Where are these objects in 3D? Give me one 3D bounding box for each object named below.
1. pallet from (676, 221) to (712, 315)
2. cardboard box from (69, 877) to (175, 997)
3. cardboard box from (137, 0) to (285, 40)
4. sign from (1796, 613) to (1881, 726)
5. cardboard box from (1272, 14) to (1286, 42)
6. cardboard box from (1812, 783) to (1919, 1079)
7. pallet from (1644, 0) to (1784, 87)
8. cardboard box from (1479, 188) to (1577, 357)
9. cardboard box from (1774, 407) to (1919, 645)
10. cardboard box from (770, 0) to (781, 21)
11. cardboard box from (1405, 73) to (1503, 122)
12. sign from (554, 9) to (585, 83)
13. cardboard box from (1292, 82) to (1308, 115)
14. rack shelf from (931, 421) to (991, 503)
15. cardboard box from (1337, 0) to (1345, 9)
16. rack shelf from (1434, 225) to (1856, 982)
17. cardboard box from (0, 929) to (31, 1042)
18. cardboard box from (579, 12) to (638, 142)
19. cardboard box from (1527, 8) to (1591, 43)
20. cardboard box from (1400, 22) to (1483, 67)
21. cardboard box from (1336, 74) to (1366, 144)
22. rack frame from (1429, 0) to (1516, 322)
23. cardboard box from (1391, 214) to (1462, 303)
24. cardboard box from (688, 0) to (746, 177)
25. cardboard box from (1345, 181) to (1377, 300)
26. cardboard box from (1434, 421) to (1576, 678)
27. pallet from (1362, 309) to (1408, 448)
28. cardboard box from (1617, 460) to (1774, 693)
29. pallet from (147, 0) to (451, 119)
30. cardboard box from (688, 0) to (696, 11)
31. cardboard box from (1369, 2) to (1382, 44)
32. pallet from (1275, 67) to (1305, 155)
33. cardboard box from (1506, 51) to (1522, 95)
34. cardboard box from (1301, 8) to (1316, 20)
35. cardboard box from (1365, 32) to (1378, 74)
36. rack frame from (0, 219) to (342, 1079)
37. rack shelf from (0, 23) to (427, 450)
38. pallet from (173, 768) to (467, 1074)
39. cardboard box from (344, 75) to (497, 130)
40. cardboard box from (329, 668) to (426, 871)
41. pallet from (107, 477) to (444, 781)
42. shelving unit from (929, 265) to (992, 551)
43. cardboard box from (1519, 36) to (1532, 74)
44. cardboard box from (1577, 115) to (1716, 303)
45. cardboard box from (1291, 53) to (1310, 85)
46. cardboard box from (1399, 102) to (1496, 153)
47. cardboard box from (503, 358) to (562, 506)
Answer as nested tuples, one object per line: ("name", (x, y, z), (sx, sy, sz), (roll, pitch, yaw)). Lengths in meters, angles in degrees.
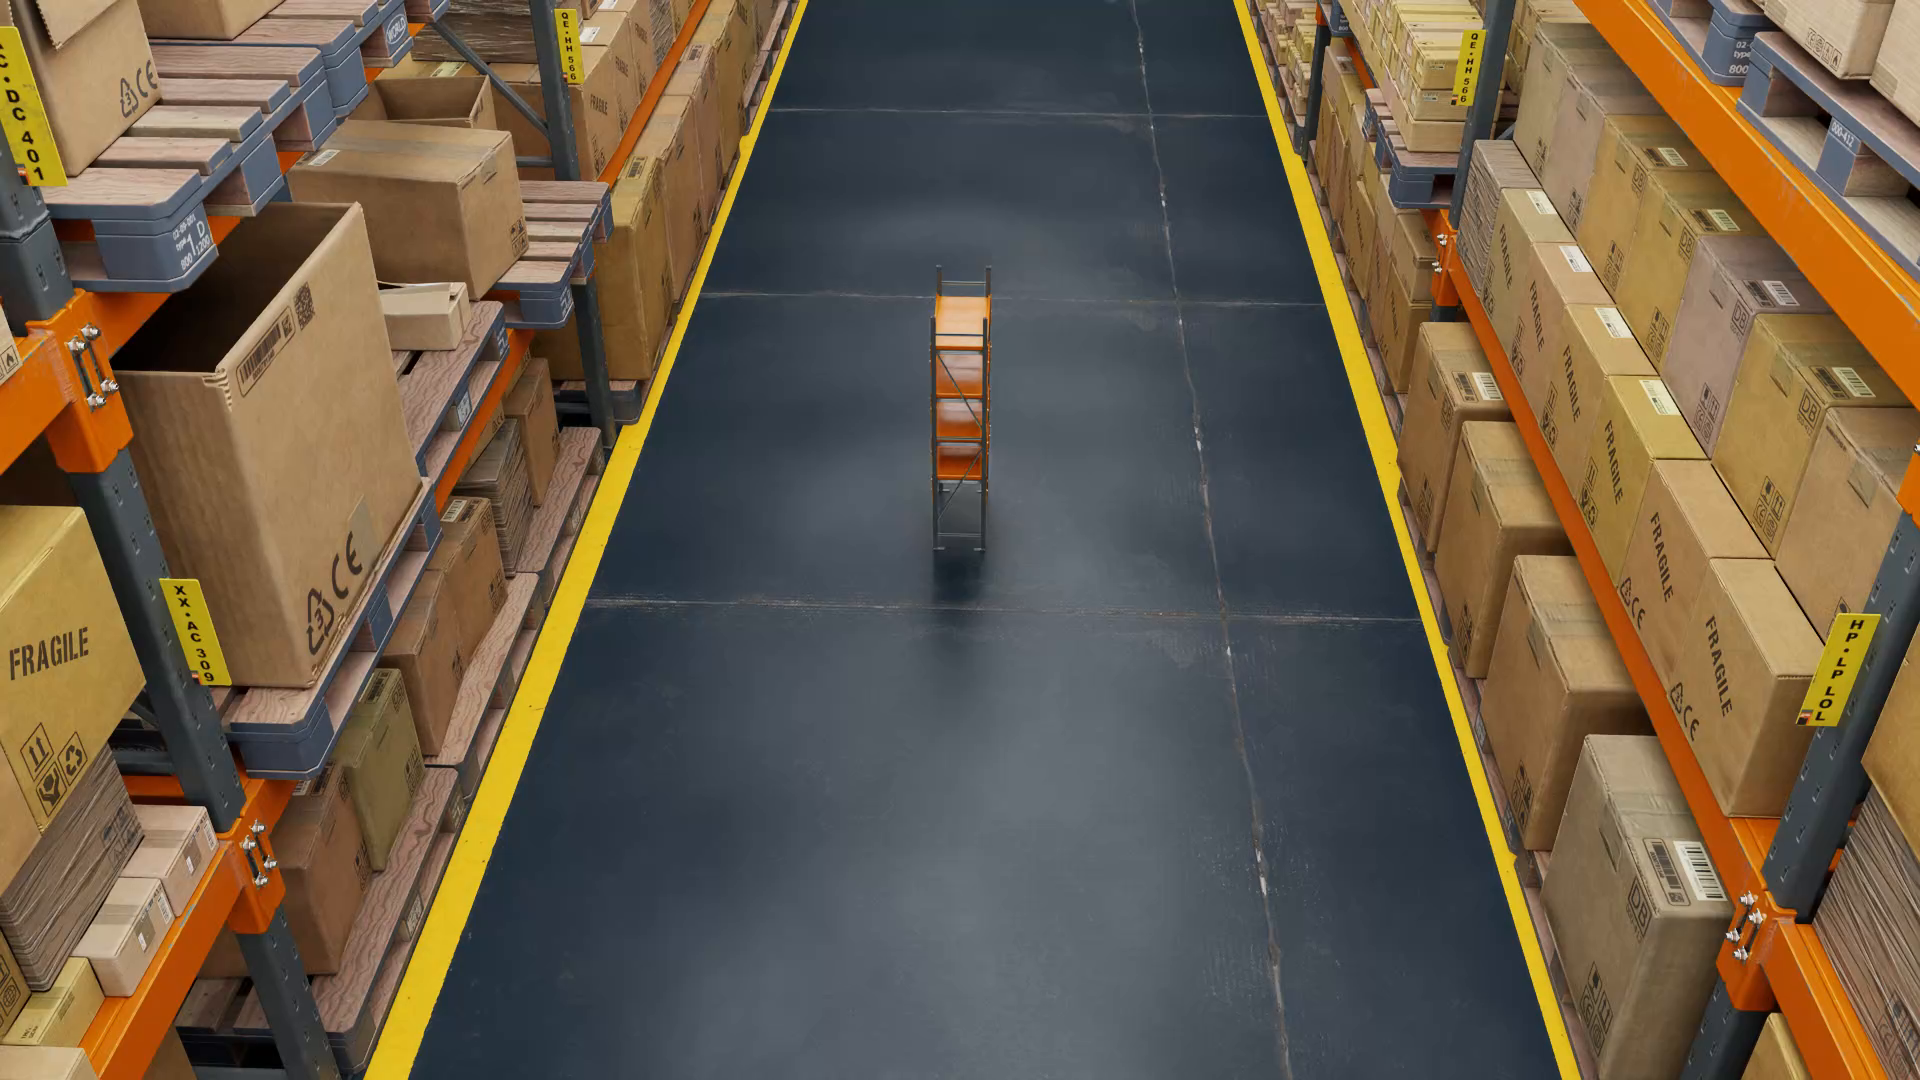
("pallet", (-2.093, -1.734, 10.033), (1.003, 0.211, 1.213), (1, 35, 2))
("cardboard box", (-2.147, 0.950, 4.007), (0.380, 0.149, 0.250), (1, 35, 2))
("cardboard box", (-2.258, -1.677, 4.463), (0.797, 0.503, 0.637), (3, 35, 4))
("sign", (1.997, 0.298, 3.779), (0.100, 0.325, 0.005), (1, 35, 2))
("cardboard box", (2.632, -3.971, 12.905), (0.380, 0.149, 0.250), (1, 35, 2))
("cardboard box", (2.537, 0.897, 3.734), (0.875, 0.550, 0.550), (1, 35, 2))
("pallet", (2.685, -1.688, 5.099), (1.003, 0.211, 1.213), (3, 35, 4))
("cardboard box", (2.395, -1.049, 6.546), (0.500, 0.500, 0.500), (1, 35, 1))
("cardboard box", (2.554, 0.011, 4.169), (0.700, 0.500, 0.500), (1, 35, 1))
("cardboard box", (-1.913, -4.731, 13.355), (0.875, 0.875, 0.875), (1, 35, 2))
("cardboard box", (2.265, -2.037, 7.634), (0.380, 0.149, 0.250), (2, 35, 3))
("sign", (-1.709, -2.158, 7.274), (0.100, 0.325, 0.005), (1, 35, 2))
("cardboard box", (2.536, -3.088, 11.650), (0.380, 0.149, 0.250), (2, 35, 2))
("rack shelf", (0.007, -0.368, 7.693), (0.258, 0.148, 0.480), (1, 35, 2))
("cardboard box", (2.345, -3.110, 9.419), (0.380, 0.149, 0.250), (0, 35, 0))
("rack shelf", (2.620, -0.108, 5.921), (1.077, 0.370, 4.000), (1, 35, 2))
("cardboard box", (-2.547, 0.955, 3.437), (0.875, 0.500, 0.500), (1, 35, 2))
("cardboard box", (-1.942, -2.334, 8.376), (0.500, 0.500, 0.500), (0, 35, 1))
("cardboard box", (2.935, -2.420, 7.921), (0.380, 0.149, 0.250), (1, 35, 2))
("cardboard box", (2.274, -2.300, 7.750), (0.380, 0.149, 0.250), (1, 35, 1))
("cardboard box", (2.548, -2.581, 9.971), (0.500, 0.250, 0.500), (2, 35, 3))
("rack frame", (2.700, -1.552, 7.349), (1.000, 3.000, 0.127), (1, 35, 2))
("cardboard box", (2.466, -1.407, 8.299), (0.500, 0.250, 0.500), (1, 35, 1))
("cardboard box", (-2.097, -2.957, 10.831), (1.225, 0.875, 0.875), (1, 35, 2))
("cardboard box", (2.495, -1.687, 9.351), (0.500, 0.500, 0.500), (0, 35, 0))
("cardboard box", (2.554, 0.047, 6.666), (1.050, 0.750, 0.750), (2, 35, 3))
("pallet", (2.733, -0.860, 8.790), (1.003, 0.211, 1.213), (1, 35, 2))
("cardboard box", (2.314, 0.109, 4.899), (0.500, 0.500, 0.500), (1, 35, 1))
("pallet", (-2.243, -1.525, 4.865), (1.213, 0.211, 1.003), (1, 35, 2))
("cardboard box", (-1.864, -3.504, 10.040), (0.500, 0.500, 0.500), (2, 35, 3))
("cardboard box", (2.305, -2.628, 8.475), (0.380, 0.149, 0.250), (1, 35, 2))
("pallet", (2.853, -3.096, 11.971), (1.003, 0.211, 1.213), (1, 35, 2))
("cardboard box", (2.950, -2.337, 8.320), (0.380, 0.149, 0.250), (3, 35, 4))
("cardboard box", (2.677, -3.747, 12.070), (0.380, 0.149, 0.250), (2, 35, 3))
("cardboard box", (2.305, -2.503, 8.556), (0.380, 0.149, 0.250), (0, 35, 0))
("rack frame", (-2.412, 0.574, 4.325), (1.000, 3.000, 0.127), (1, 35, 2))
("rack shelf", (-2.332, -1.508, 5.304), (1.077, 0.370, 4.000), (1, 35, 2))
("pallet", (-2.383, 1.267, 5.763), (1.003, 0.211, 1.213), (1, 35, 2))
("cardboard box", (-2.233, -1.626, 7.002), (0.500, 0.500, 0.500), (-3, 35, -4))
("cardboard box", (-2.328, 0.791, 5.808), (0.700, 0.500, 0.500), (1, 35, 2))
("pallet", (-2.236, 0.217, 5.000), (1.003, 0.211, 1.213), (1, 35, 2))
("shelving unit", (0.007, -0.586, 7.540), (0.258, 1.200, 0.503), (1, 35, 2))
("cardboard box", (2.937, -2.325, 8.044), (0.380, 0.149, 0.250), (0, 35, 0))
("cardboard box", (2.635, -1.159, 5.833), (0.700, 0.500, 0.500), (1, 35, 1))
("cardboard box", (2.554, -3.321, 11.722), (0.380, 0.149, 0.250), (0, 35, 0))
("cardboard box", (2.261, -1.915, 7.719), (0.380, 0.149, 0.250), (2, 35, 3))
("cardboard box", (-2.259, -0.496, 7.639), (0.700, 0.500, 0.500), (0, 35, -1))
